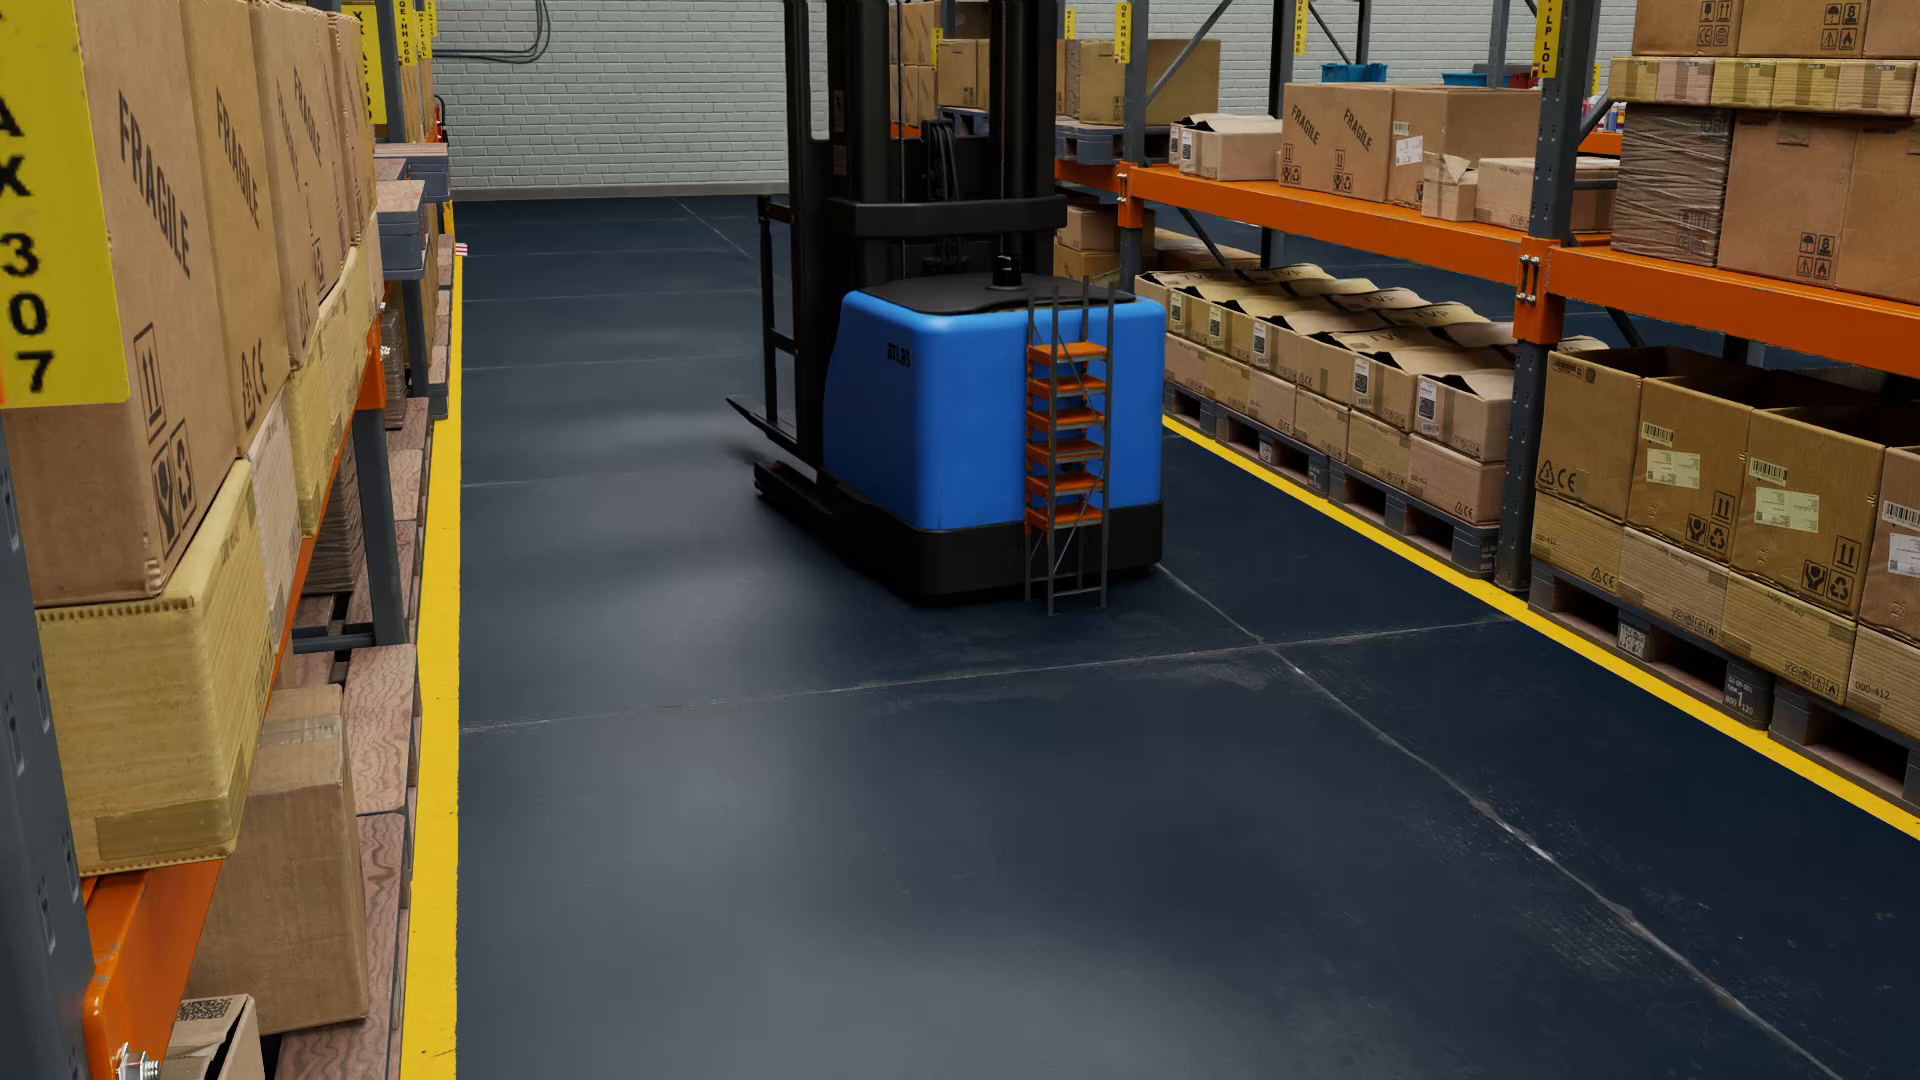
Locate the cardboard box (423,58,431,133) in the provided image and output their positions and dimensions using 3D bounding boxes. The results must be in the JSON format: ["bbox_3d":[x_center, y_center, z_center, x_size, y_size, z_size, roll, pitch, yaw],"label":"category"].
[{"bbox_3d":[-4.748,-3.603,13.212,0.980,0.700,0.700,-5,17,-17],"label":"cardboard box"}]

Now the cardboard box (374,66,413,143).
[{"bbox_3d":[-3.207,-2.354,8.849,0.500,0.500,0.500,-4,17,-14],"label":"cardboard box"}]

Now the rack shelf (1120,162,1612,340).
[{"bbox_3d":[1.992,-1.494,7.964,1.077,0.370,4.000,-5,17,-15],"label":"rack shelf"}]

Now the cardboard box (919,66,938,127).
[{"bbox_3d":[-0.041,-3.665,13.764,0.500,0.500,0.500,-4,17,-14],"label":"cardboard box"}]

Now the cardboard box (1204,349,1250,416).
[{"bbox_3d":[1.591,-0.826,8.538,0.500,0.250,0.500,-5,17,-17],"label":"cardboard box"}]

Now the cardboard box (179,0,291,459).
[{"bbox_3d":[-1.090,-0.377,1.915,0.500,0.500,0.500,-5,17,-15],"label":"cardboard box"}]

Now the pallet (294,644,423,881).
[{"bbox_3d":[-2.002,0.625,4.503,1.003,0.211,1.213,-5,17,-15],"label":"pallet"}]

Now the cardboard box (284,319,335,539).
[{"bbox_3d":[-1.241,-0.168,2.525,0.500,0.250,0.500,-5,17,-16],"label":"cardboard box"}]

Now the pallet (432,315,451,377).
[{"bbox_3d":[-3.796,-1.225,10.663,1.003,0.211,1.213,-5,17,-15],"label":"pallet"}]

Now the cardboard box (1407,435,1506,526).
[{"bbox_3d":[2.148,-0.262,6.659,0.500,0.250,0.500,-5,17,-16],"label":"cardboard box"}]

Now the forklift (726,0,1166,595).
[{"bbox_3d":[-0.286,-1.585,7.132,1.130,2.935,3.031,-7,18,-23],"label":"forklift"}]

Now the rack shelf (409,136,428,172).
[{"bbox_3d":[-3.870,-2.208,10.340,1.077,0.370,4.000,-5,17,-15],"label":"rack shelf"}]

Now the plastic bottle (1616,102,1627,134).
[{"bbox_3d":[5.191,-3.315,12.997,0.097,0.271,0.097,0,17,0],"label":"plastic bottle"}]

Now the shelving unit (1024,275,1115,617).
[{"bbox_3d":[0.388,-0.333,5.976,0.258,1.200,0.189,-7,18,-23],"label":"shelving unit"}]

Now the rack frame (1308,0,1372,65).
[{"bbox_3d":[4.007,-4.996,18.369,1.000,3.000,0.127,-5,17,-15],"label":"rack frame"}]

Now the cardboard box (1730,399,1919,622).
[{"bbox_3d":[2.643,-0.100,4.816,0.500,0.500,0.500,-5,17,-15],"label":"cardboard box"}]

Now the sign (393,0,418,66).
[{"bbox_3d":[-2.801,-2.562,8.391,0.100,0.325,0.005,-5,17,-15],"label":"sign"}]

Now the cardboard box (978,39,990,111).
[{"bbox_3d":[0.508,-3.414,12.199,0.700,0.500,0.500,-2,17,-6],"label":"cardboard box"}]

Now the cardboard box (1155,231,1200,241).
[{"bbox_3d":[1.309,-1.838,11.436,0.500,0.500,0.500,-5,17,-16],"label":"cardboard box"}]

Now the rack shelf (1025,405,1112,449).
[{"bbox_3d":[0.388,-0.406,5.955,0.258,0.103,0.180,-7,18,-23],"label":"rack shelf"}]

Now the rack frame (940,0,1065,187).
[{"bbox_3d":[0.343,-3.499,13.385,1.000,3.000,0.127,-5,17,-15],"label":"rack frame"}]

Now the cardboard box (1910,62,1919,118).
[{"bbox_3d":[2.787,-1.199,4.427,0.380,0.149,0.250,-5,17,-17],"label":"cardboard box"}]

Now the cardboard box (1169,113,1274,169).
[{"bbox_3d":[1.500,-2.245,9.368,0.500,0.311,0.500,-4,17,-12],"label":"cardboard box"}]

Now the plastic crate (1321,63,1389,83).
[{"bbox_3d":[4.279,-4.964,18.096,0.616,0.435,0.499,-5,17,-15],"label":"plastic crate"}]

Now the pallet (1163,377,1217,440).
[{"bbox_3d":[1.631,-0.826,9.335,1.003,0.211,1.213,-5,17,-15],"label":"pallet"}]

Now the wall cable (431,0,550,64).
[{"bbox_3d":[-6.729,-7.191,20.648,3.097,2.526,0.112,-5,17,-15],"label":"wall cable"}]

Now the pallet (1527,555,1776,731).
[{"bbox_3d":[2.719,0.273,5.676,1.003,0.211,1.213,-5,17,-15],"label":"pallet"}]

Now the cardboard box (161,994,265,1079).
[{"bbox_3d":[-1.382,0.934,2.537,0.500,0.311,0.500,-3,17,-11],"label":"cardboard box"}]

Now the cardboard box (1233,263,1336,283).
[{"bbox_3d":[1.823,-1.420,9.539,0.500,0.311,0.500,-4,17,-14],"label":"cardboard box"}]

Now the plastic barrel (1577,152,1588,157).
[{"bbox_3d":[5.239,-2.934,14.422,0.600,0.901,0.708,-5,17,-15],"label":"plastic barrel"}]

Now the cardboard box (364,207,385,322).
[{"bbox_3d":[-1.799,-0.724,4.374,0.500,0.250,0.500,-5,17,-15],"label":"cardboard box"}]

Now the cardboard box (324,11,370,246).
[{"bbox_3d":[-1.651,-0.946,3.810,0.500,0.500,0.500,-5,17,-16],"label":"cardboard box"}]

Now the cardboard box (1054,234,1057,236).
[{"bbox_3d":[0.667,-1.934,11.756,0.500,0.500,0.500,-5,18,-17],"label":"cardboard box"}]

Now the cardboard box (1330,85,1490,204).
[{"bbox_3d":[2.063,-1.832,7.662,0.500,0.500,0.500,-5,17,-15],"label":"cardboard box"}]

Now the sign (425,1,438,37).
[{"bbox_3d":[-4.993,-4.919,15.691,0.100,0.325,0.005,-5,17,-15],"label":"sign"}]

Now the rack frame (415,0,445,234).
[{"bbox_3d":[-5.519,-4.212,15.762,1.000,3.000,0.127,-5,17,-15],"label":"rack frame"}]

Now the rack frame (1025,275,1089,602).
[{"bbox_3d":[0.351,-0.357,6.056,0.240,1.200,0.006,-7,18,-23],"label":"rack frame"}]

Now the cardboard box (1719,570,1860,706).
[{"bbox_3d":[2.642,0.260,4.923,0.500,0.250,0.500,-5,17,-15],"label":"cardboard box"}]

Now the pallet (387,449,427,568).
[{"bbox_3d":[-2.775,-0.111,6.955,1.003,0.211,1.213,-5,17,-15],"label":"pallet"}]

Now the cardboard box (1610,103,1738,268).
[{"bbox_3d":[2.669,-1.211,5.597,0.700,0.500,0.500,-5,17,-17],"label":"cardboard box"}]

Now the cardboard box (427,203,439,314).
[{"bbox_3d":[-3.869,-1.862,10.945,0.750,0.750,0.750,-4,17,-14],"label":"cardboard box"}]

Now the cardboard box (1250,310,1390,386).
[{"bbox_3d":[1.736,-0.949,7.972,0.500,0.311,0.500,-5,17,-16],"label":"cardboard box"}]

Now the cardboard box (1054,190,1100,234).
[{"bbox_3d":[0.654,-2.303,11.682,0.500,0.250,0.500,-5,17,-16],"label":"cardboard box"}]

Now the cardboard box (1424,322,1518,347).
[{"bbox_3d":[2.391,-0.855,7.658,0.500,0.311,0.500,-5,18,-17],"label":"cardboard box"}]

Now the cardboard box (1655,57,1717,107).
[{"bbox_3d":[2.498,-1.485,5.381,0.380,0.149,0.250,-4,17,-14],"label":"cardboard box"}]

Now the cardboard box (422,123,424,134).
[{"bbox_3d":[-3.962,-2.856,11.648,0.380,0.149,0.250,-4,17,-14],"label":"cardboard box"}]

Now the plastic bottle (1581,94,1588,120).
[{"bbox_3d":[5.041,-3.453,13.435,0.061,0.283,0.133,-5,17,-15],"label":"plastic bottle"}]

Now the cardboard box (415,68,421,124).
[{"bbox_3d":[-3.770,-2.918,10.727,0.500,0.500,0.500,-5,17,-15],"label":"cardboard box"}]

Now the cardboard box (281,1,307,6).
[{"bbox_3d":[-3.094,-2.388,7.622,0.380,0.149,0.250,-8,18,-24],"label":"cardboard box"}]
